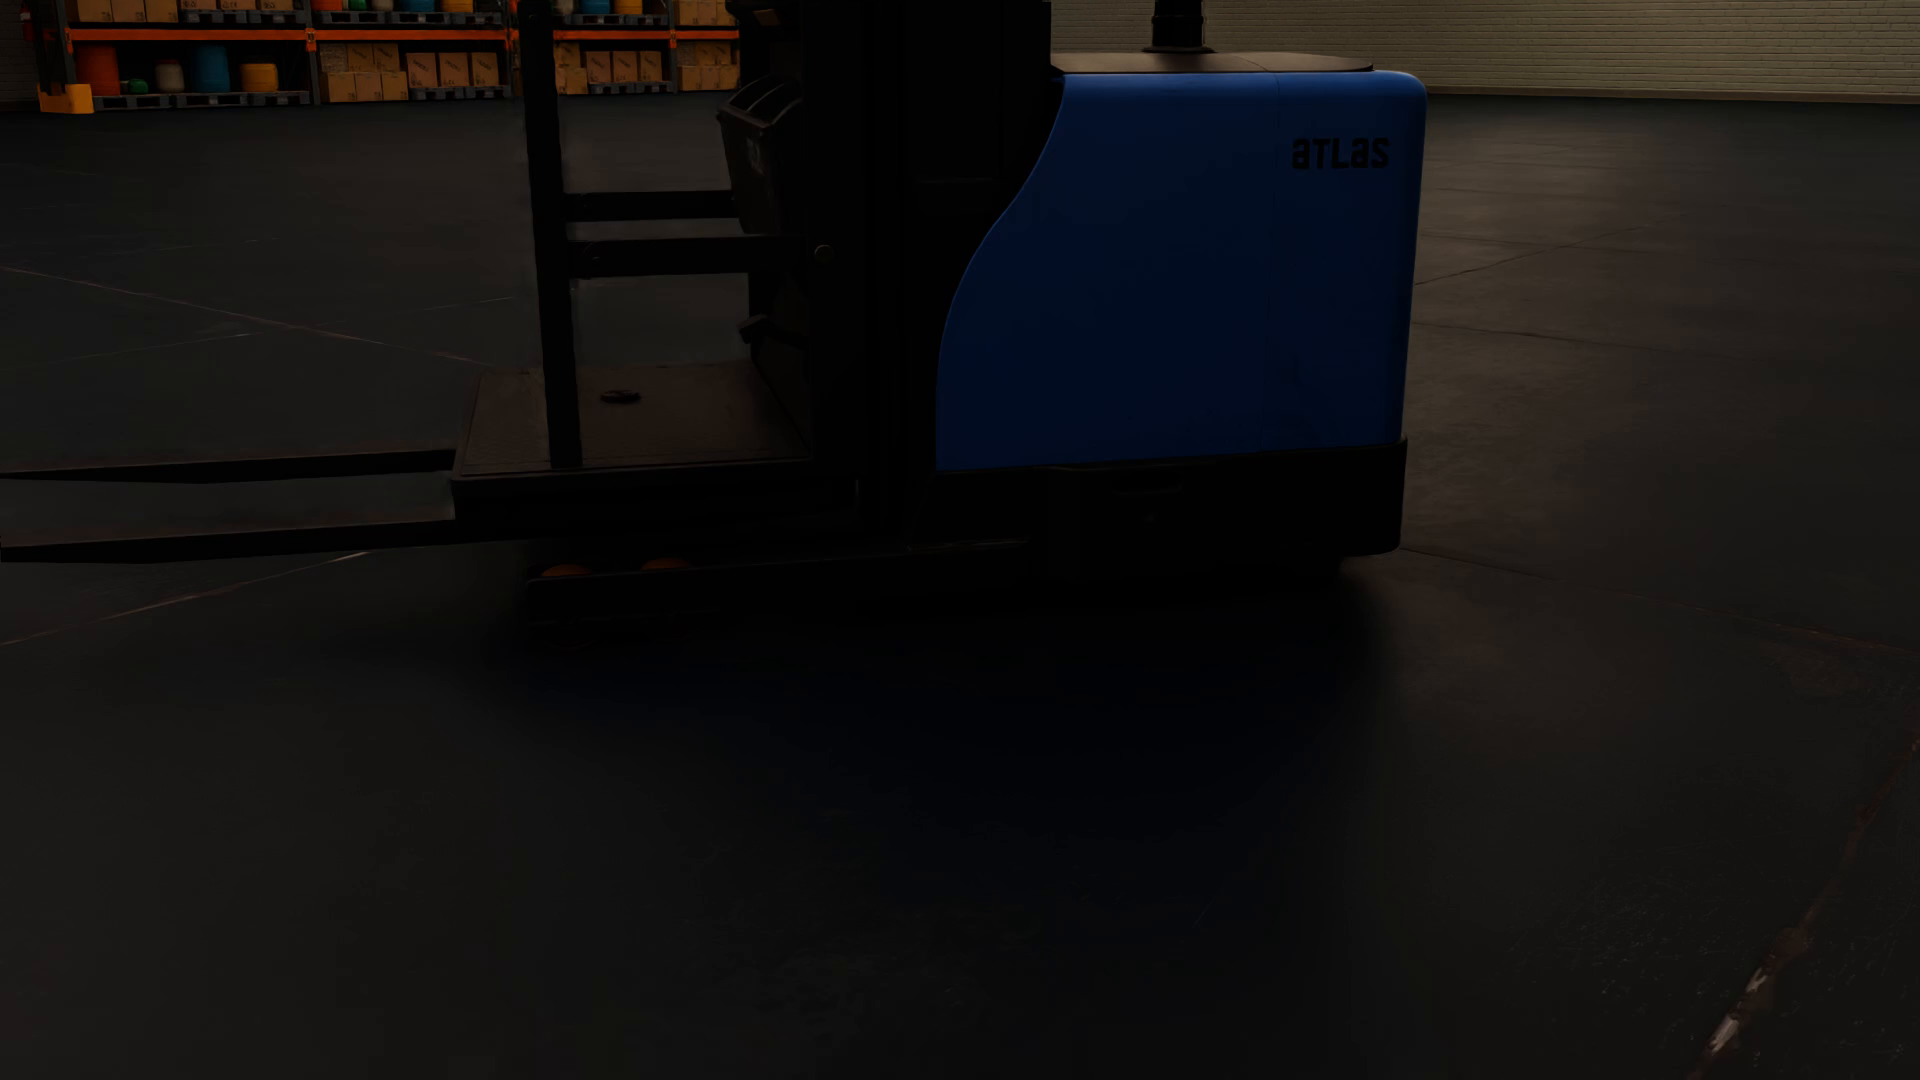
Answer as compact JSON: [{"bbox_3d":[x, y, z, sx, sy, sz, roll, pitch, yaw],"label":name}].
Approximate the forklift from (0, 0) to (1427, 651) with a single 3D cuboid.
[{"bbox_3d":[-0.604,-1.355,3.361,3.031,2.935,1.130,-4,17,-13],"label":"forklift"}]
